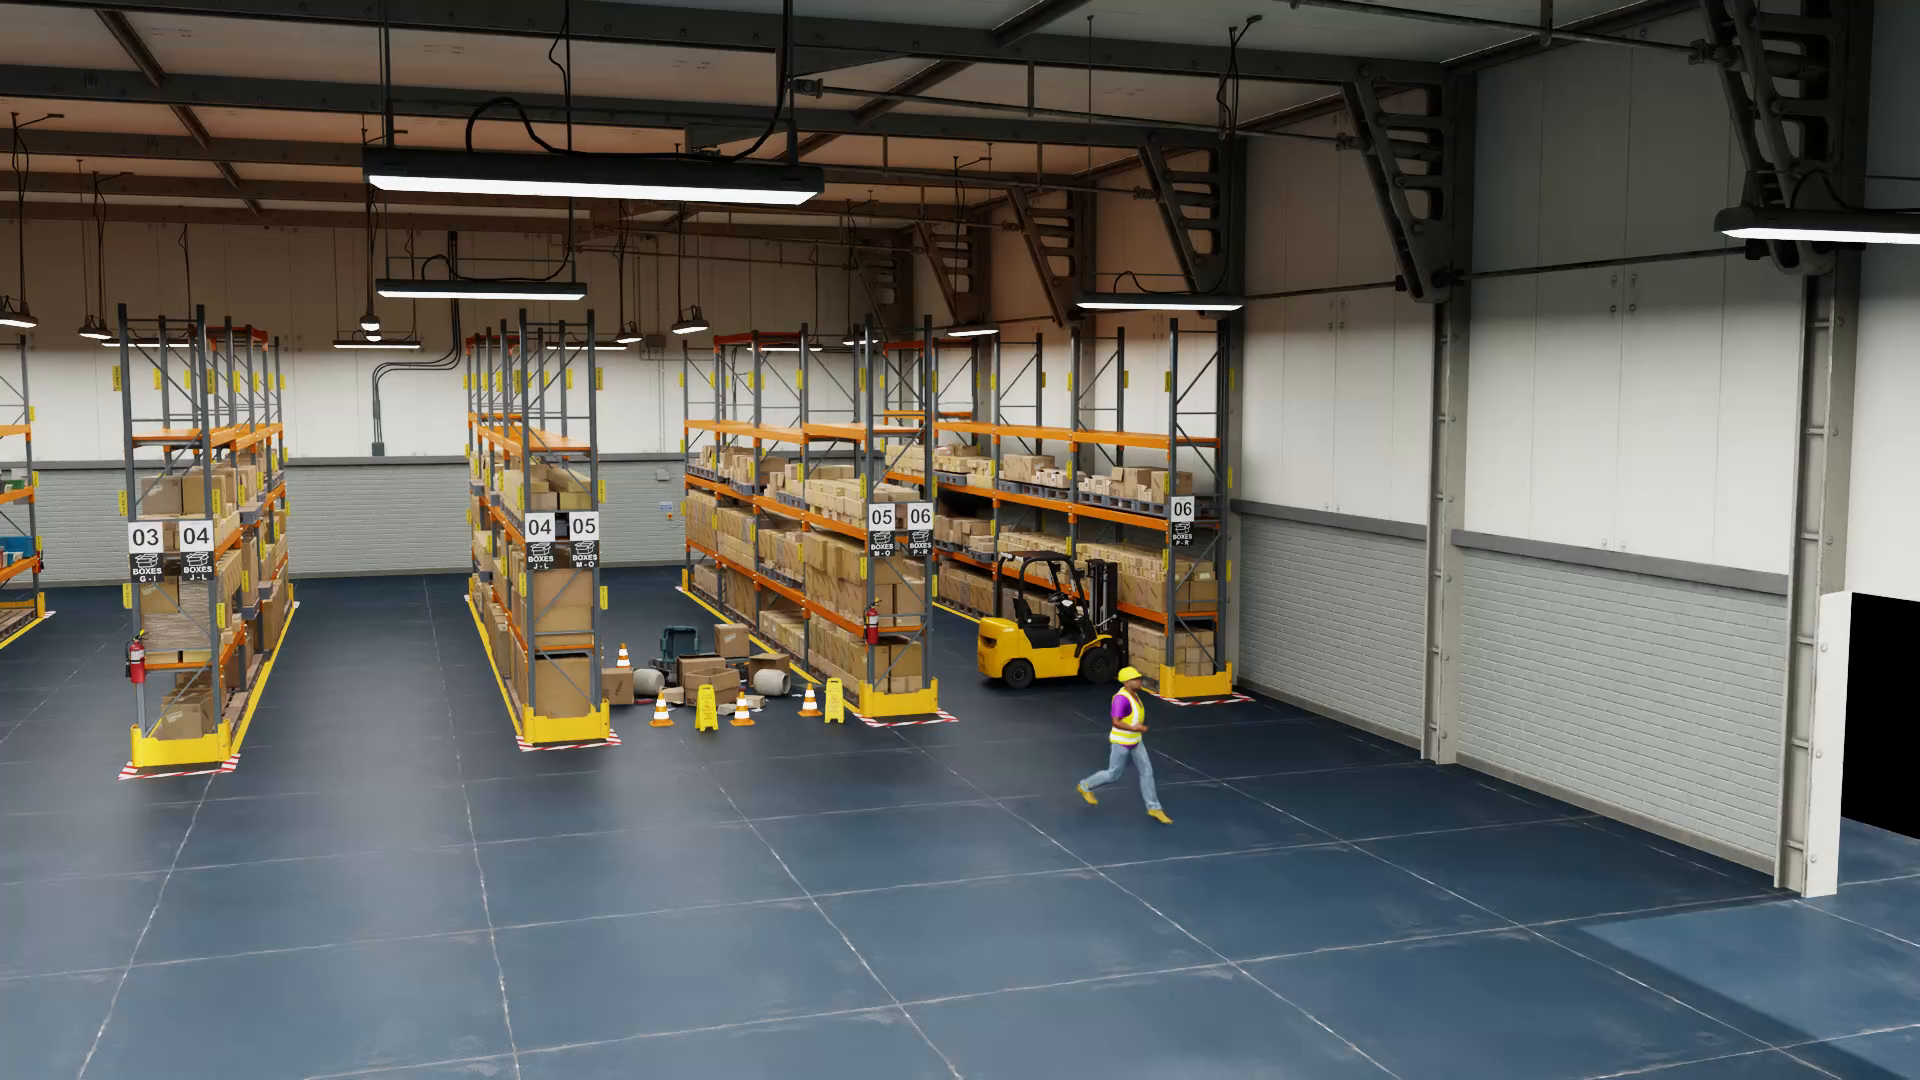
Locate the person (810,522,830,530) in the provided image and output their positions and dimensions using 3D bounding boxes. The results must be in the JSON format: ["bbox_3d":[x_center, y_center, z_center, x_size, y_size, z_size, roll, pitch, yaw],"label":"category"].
[{"bbox_3d":[-3.416,0.142,38.990,0.706,1.761,0.754,-3,6,-32],"label":"person"}]

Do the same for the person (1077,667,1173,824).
[{"bbox_3d":[1.868,2.332,19.001,1.134,1.779,0.662,3,6,32],"label":"person"}]
